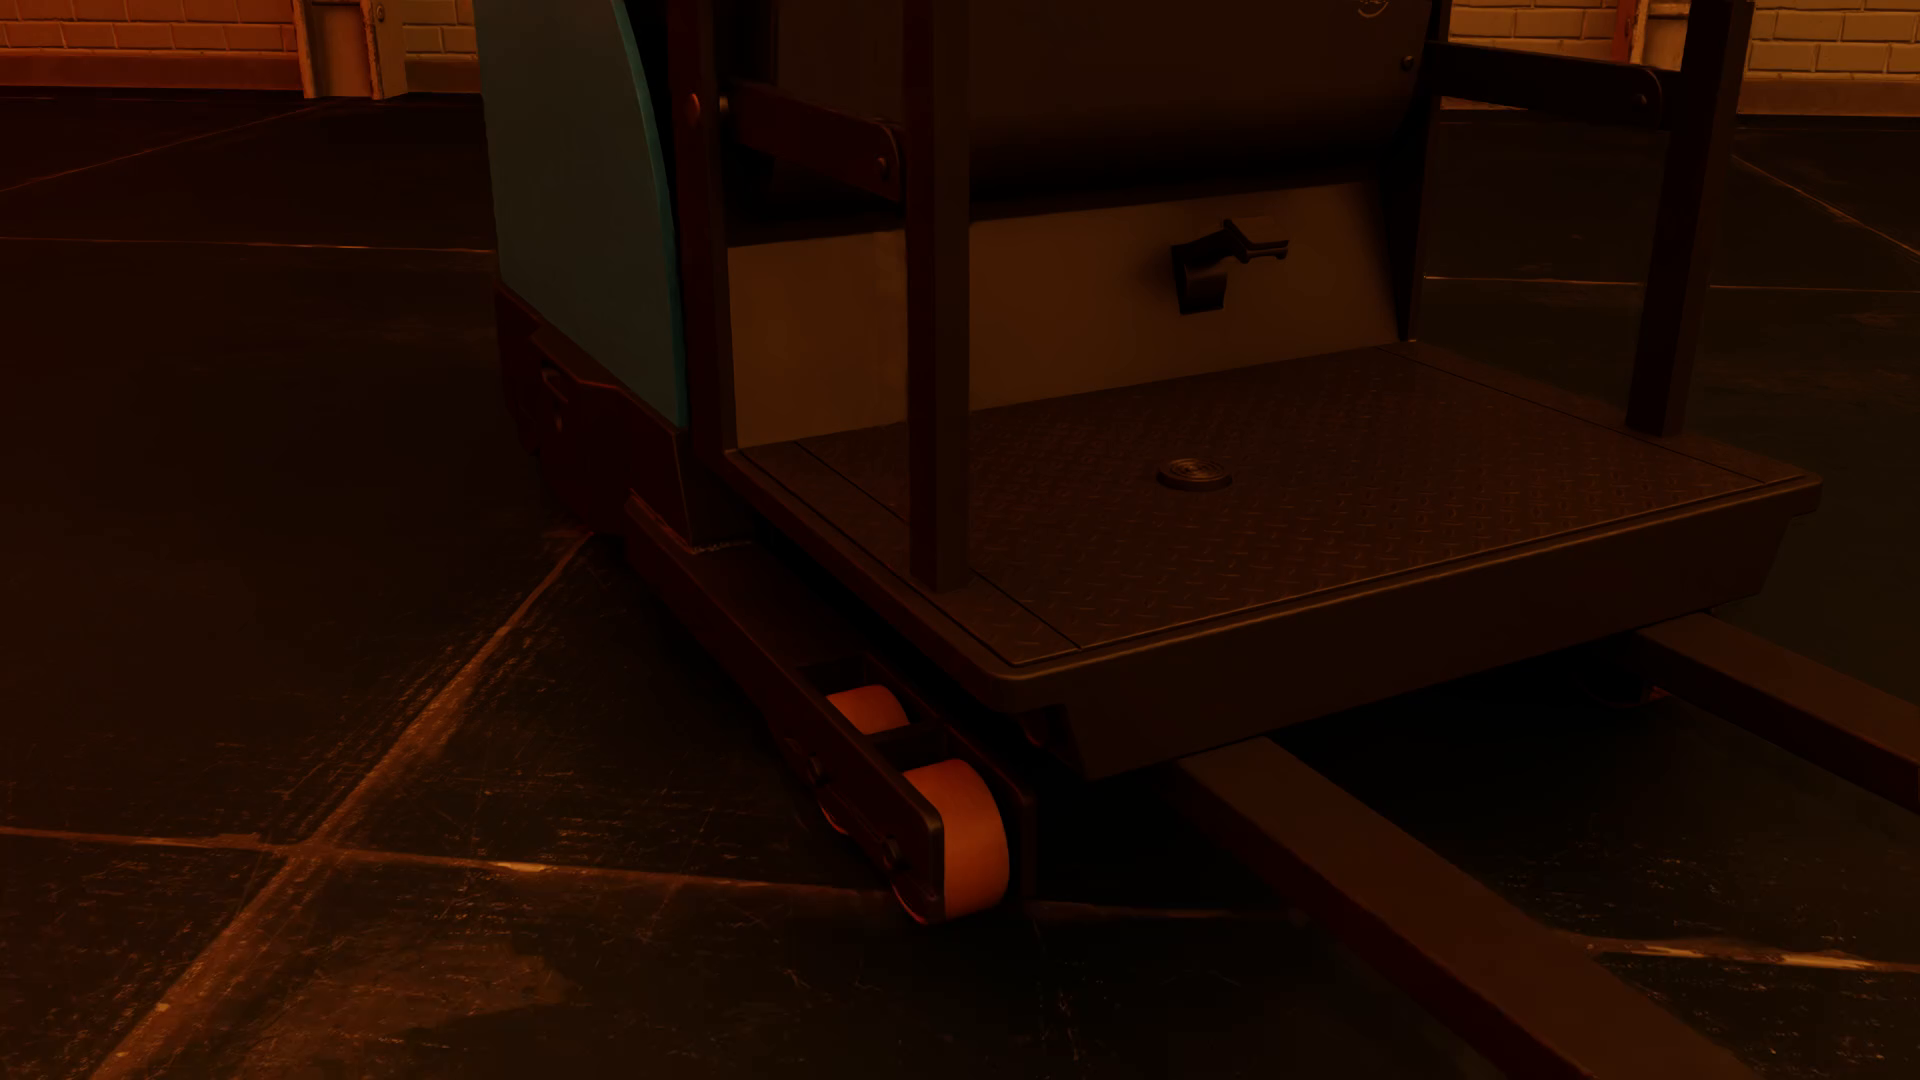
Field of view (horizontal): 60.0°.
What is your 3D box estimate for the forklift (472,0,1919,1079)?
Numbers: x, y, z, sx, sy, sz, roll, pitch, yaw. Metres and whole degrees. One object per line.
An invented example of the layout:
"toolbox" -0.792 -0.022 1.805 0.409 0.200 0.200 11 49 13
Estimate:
"forklift" 0.290 -1.159 1.631 1.130 2.935 3.031 -11 25 -26
